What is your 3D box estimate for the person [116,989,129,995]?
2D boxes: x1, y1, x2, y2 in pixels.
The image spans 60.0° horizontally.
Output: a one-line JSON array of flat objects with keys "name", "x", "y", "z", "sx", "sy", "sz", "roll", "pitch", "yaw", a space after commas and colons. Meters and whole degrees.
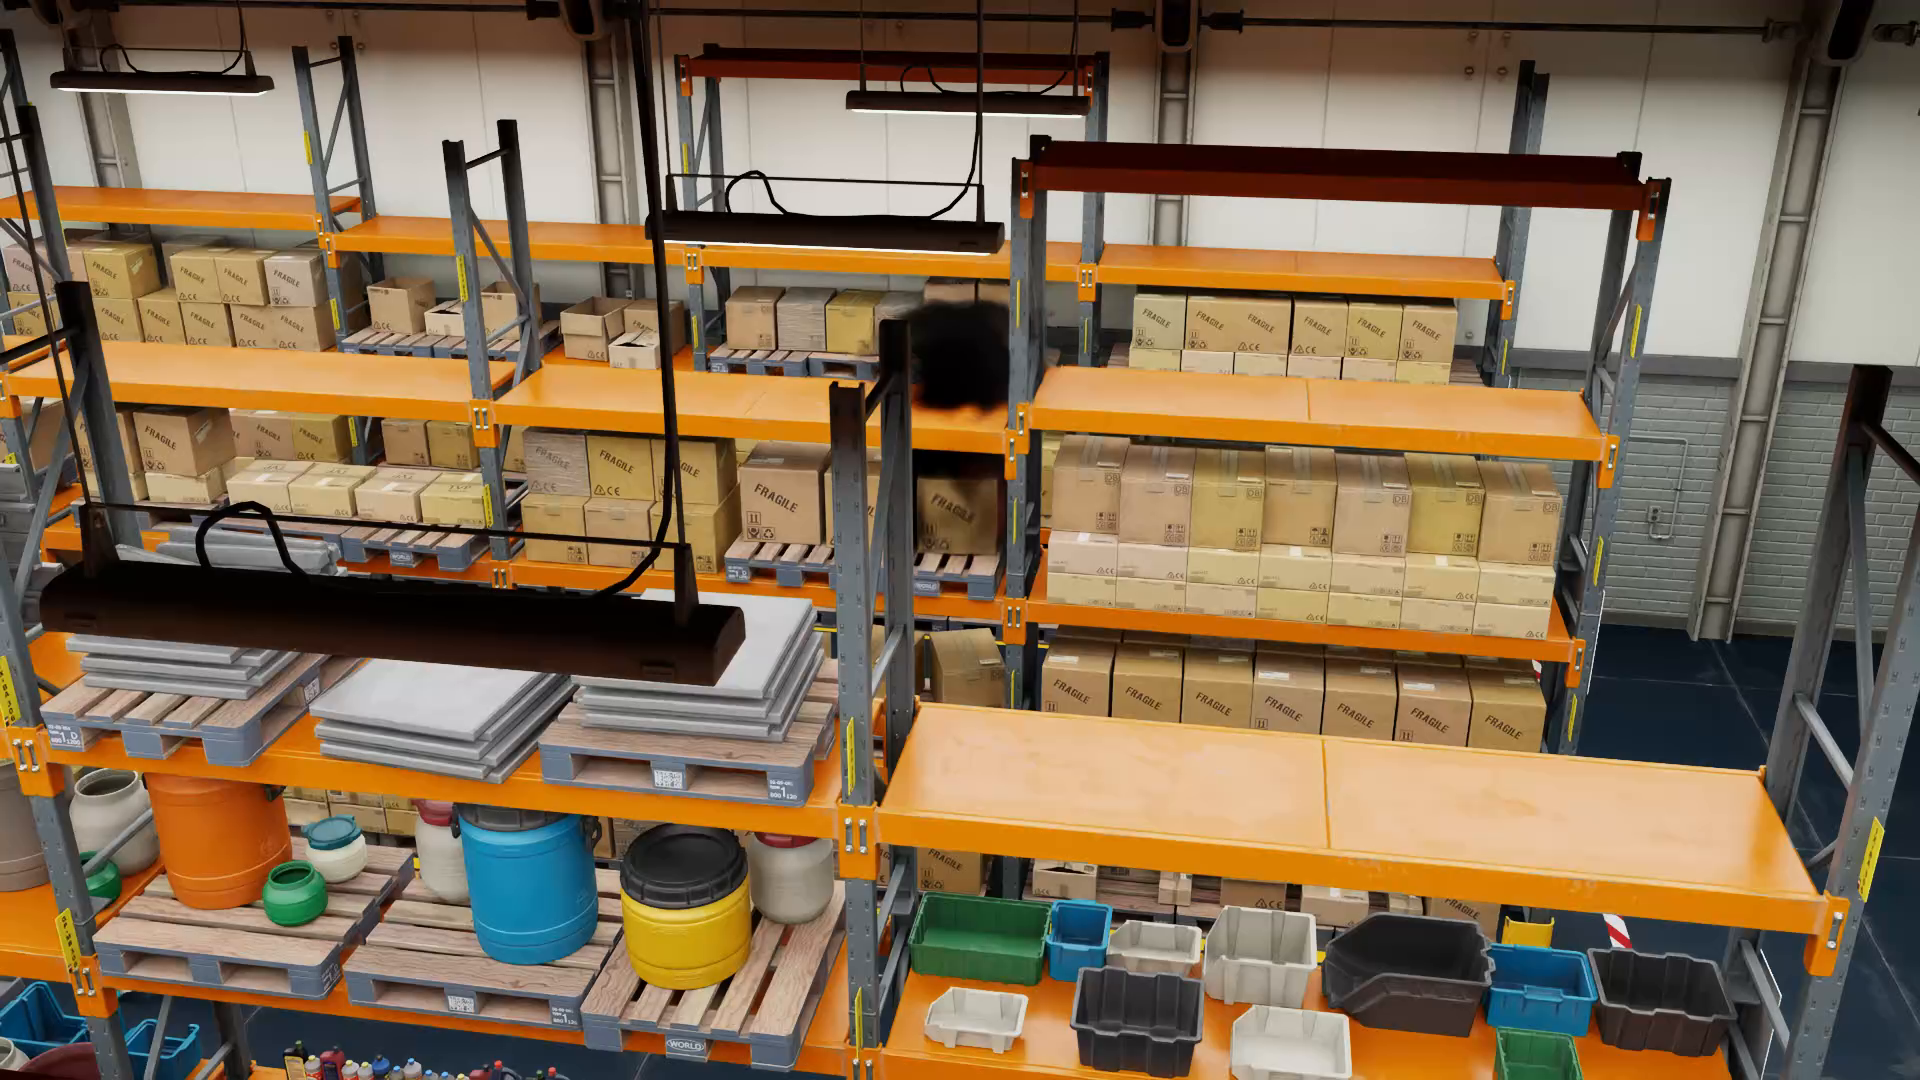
[{"name": "person", "x": -6.456, "y": 2.615, "z": 12.142, "sx": 0.619, "sy": 1.578, "sz": 0.561, "roll": 8, "pitch": 24, "yaw": 18}]
